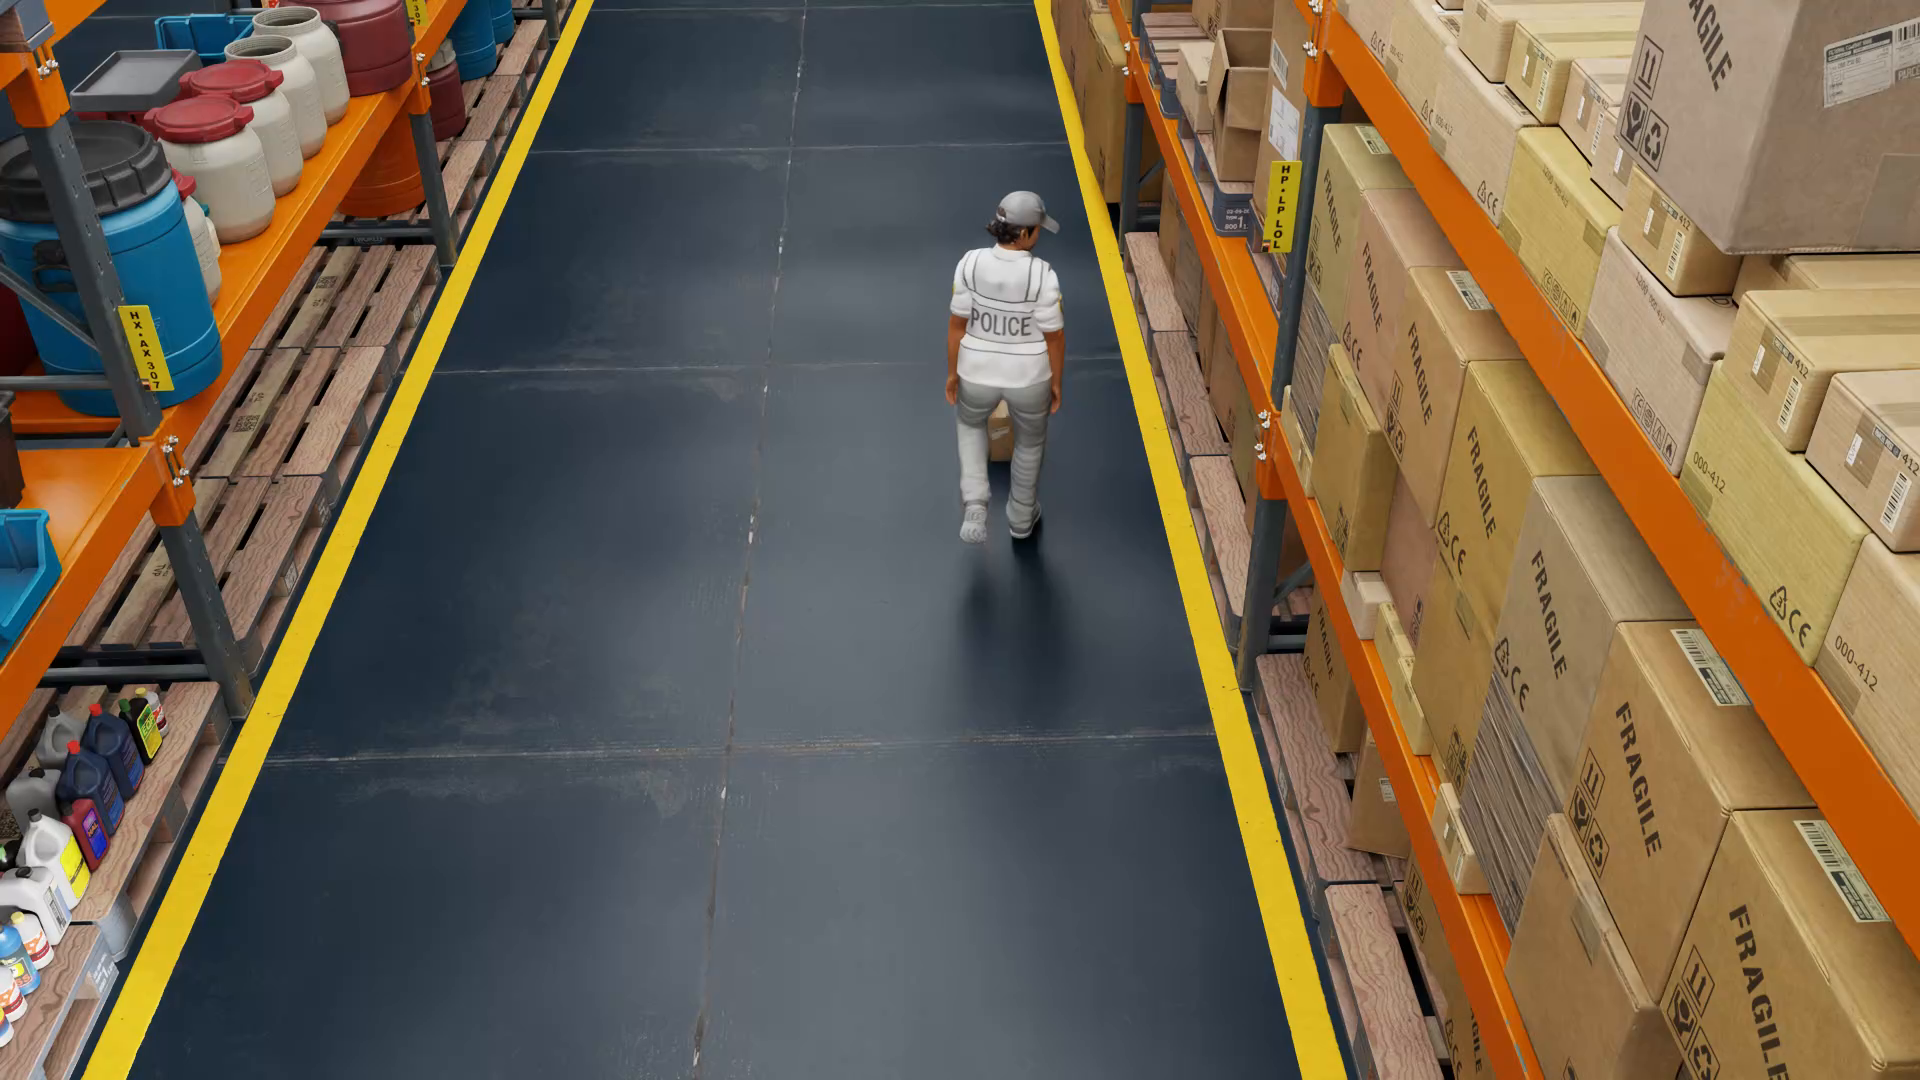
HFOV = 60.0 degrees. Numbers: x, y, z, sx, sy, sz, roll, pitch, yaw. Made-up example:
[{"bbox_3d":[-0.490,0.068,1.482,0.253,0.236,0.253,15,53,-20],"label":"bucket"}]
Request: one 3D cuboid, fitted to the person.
[{"bbox_3d":[0.198,-0.704,7.101,0.506,1.648,0.517,7,36,10],"label":"person"}]
